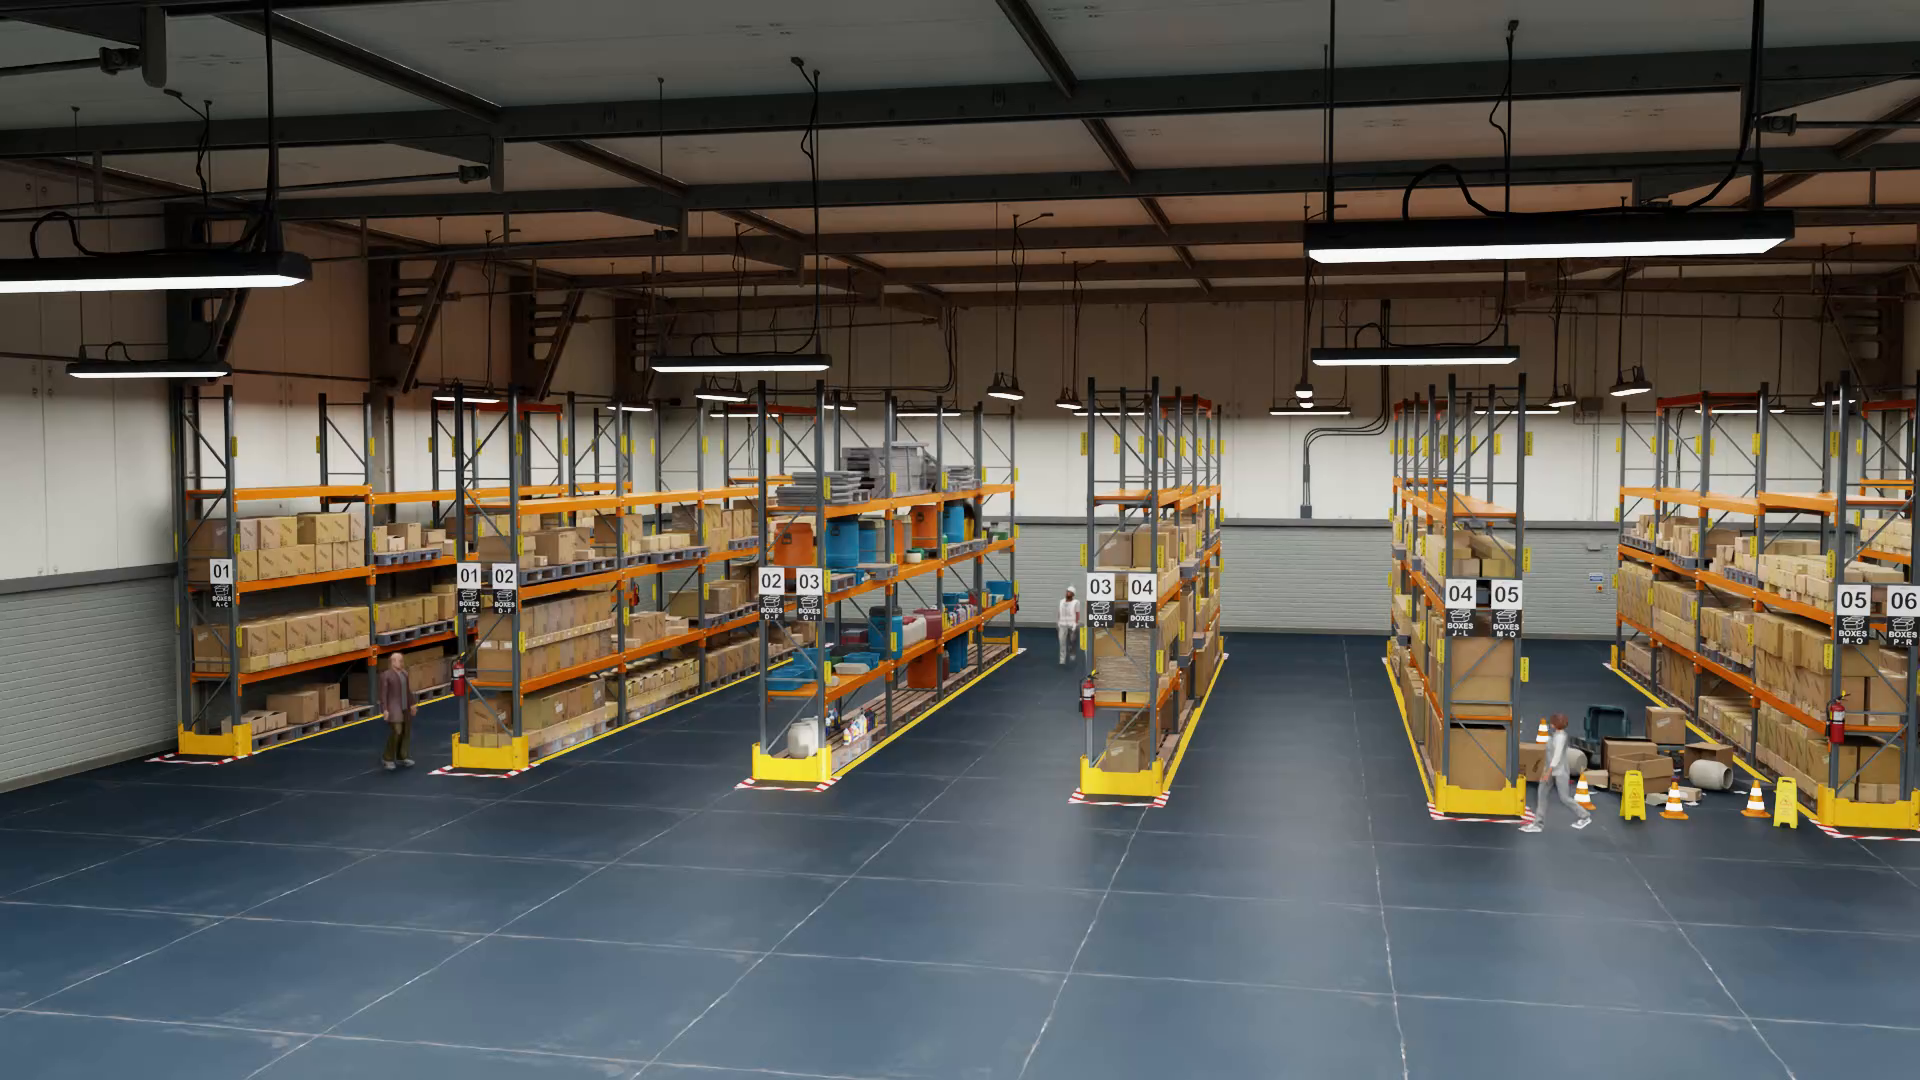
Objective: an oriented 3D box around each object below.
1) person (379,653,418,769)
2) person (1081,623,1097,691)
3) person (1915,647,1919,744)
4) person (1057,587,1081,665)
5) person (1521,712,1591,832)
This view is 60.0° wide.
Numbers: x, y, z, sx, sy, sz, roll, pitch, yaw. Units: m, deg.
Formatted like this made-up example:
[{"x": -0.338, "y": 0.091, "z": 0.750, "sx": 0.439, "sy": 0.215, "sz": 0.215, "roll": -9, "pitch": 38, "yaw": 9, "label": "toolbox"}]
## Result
[{"x": -8.777, "y": 2.687, "z": 26.104, "sx": 0.440, "sy": 1.832, "sz": 0.638, "roll": 1, "pitch": 3, "yaw": 21, "label": "person"}, {"x": 2.618, "y": 2.110, "z": 33.203, "sx": 0.401, "sy": 1.793, "sz": 0.596, "roll": 0, "pitch": 3, "yaw": -8, "label": "person"}, {"x": 16.107, "y": 2.618, "z": 27.907, "sx": 0.529, "sy": 1.662, "sz": 0.739, "roll": 0, "pitch": 3, "yaw": 3, "label": "person"}, {"x": 2.425, "y": 1.910, "z": 37.188, "sx": 0.546, "sy": 1.723, "sz": 1.043, "roll": 1, "pitch": 3, "yaw": 10, "label": "person"}, {"x": 7.733, "y": 3.057, "z": 21.506, "sx": 0.876, "sy": 1.461, "sz": 0.376, "roll": -1, "pitch": 3, "yaw": -12, "label": "person"}]
